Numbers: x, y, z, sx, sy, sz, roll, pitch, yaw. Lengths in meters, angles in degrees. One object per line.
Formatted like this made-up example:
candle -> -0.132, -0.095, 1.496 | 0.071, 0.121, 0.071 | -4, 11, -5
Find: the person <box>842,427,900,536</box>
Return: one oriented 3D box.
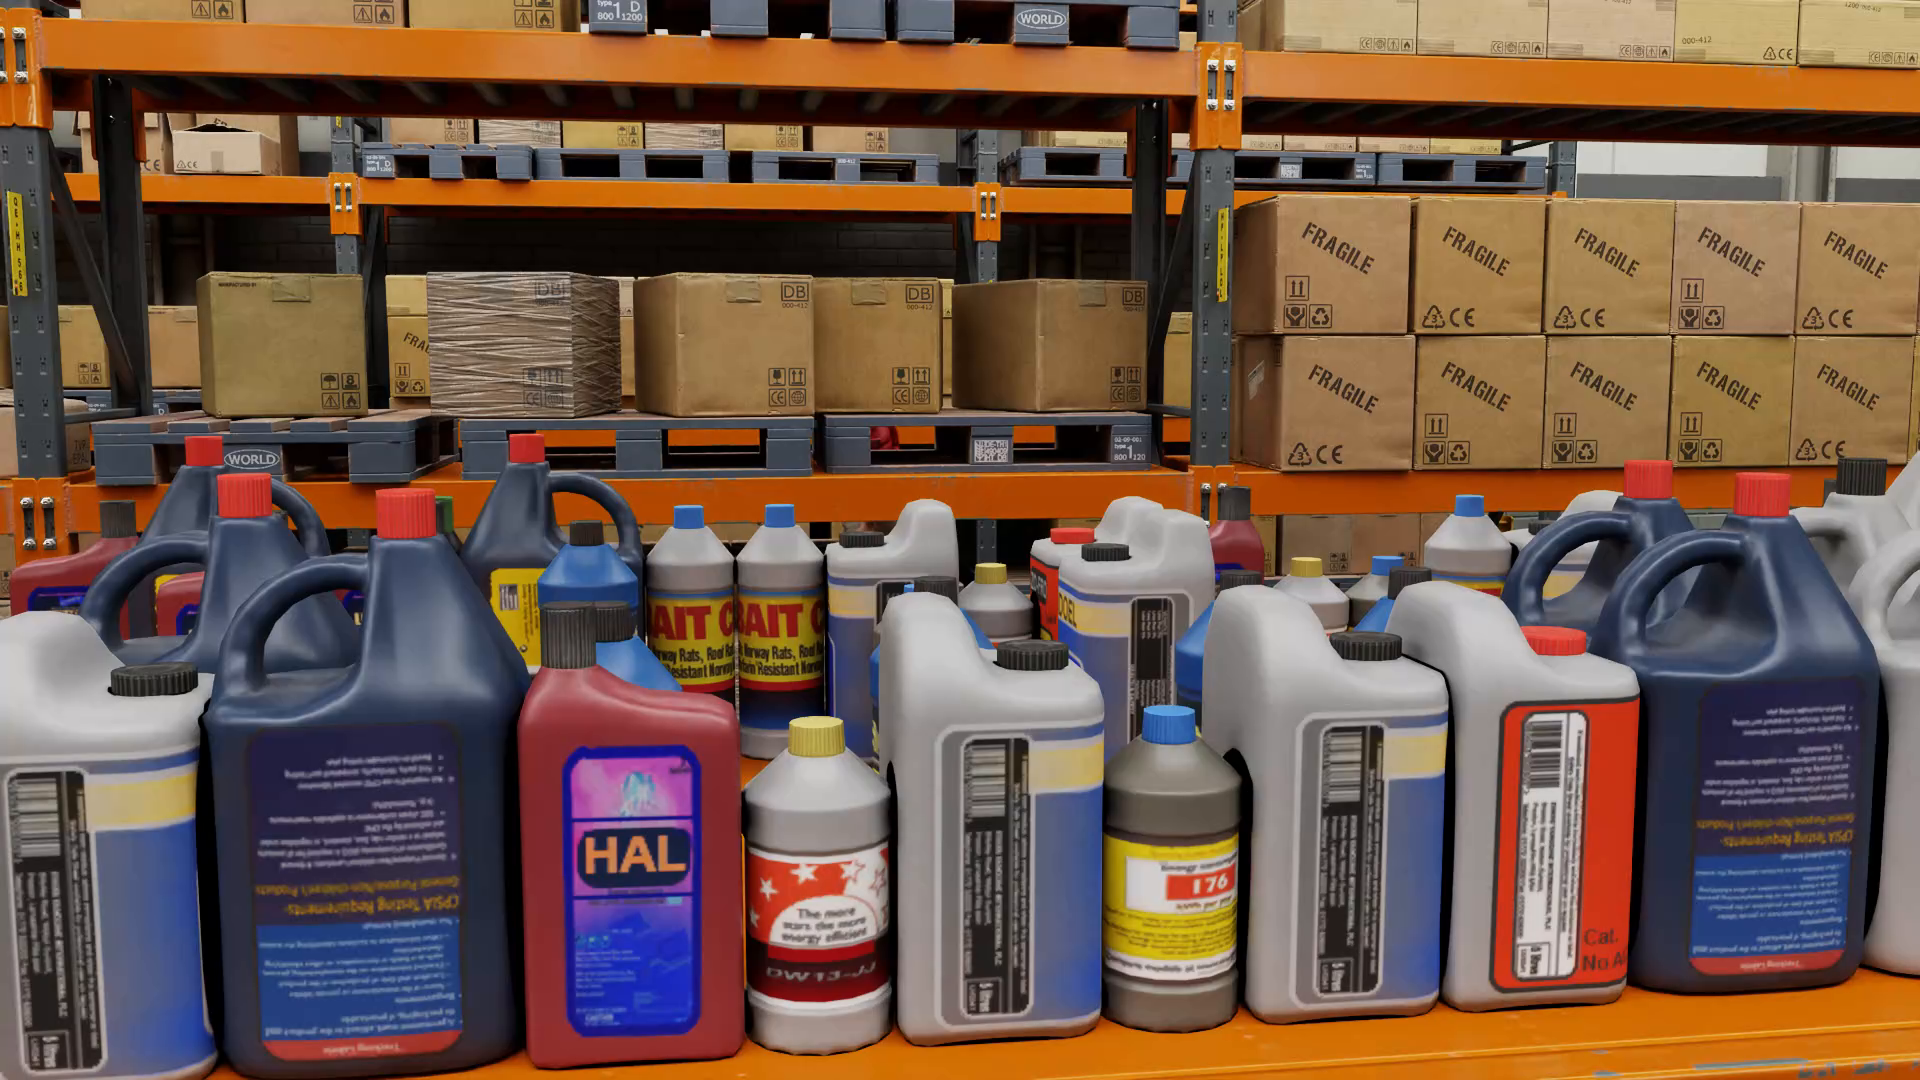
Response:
person -> -0.486, -0.088, 8.553 | 0.391, 1.726, 0.584 | -1, 7, -10
